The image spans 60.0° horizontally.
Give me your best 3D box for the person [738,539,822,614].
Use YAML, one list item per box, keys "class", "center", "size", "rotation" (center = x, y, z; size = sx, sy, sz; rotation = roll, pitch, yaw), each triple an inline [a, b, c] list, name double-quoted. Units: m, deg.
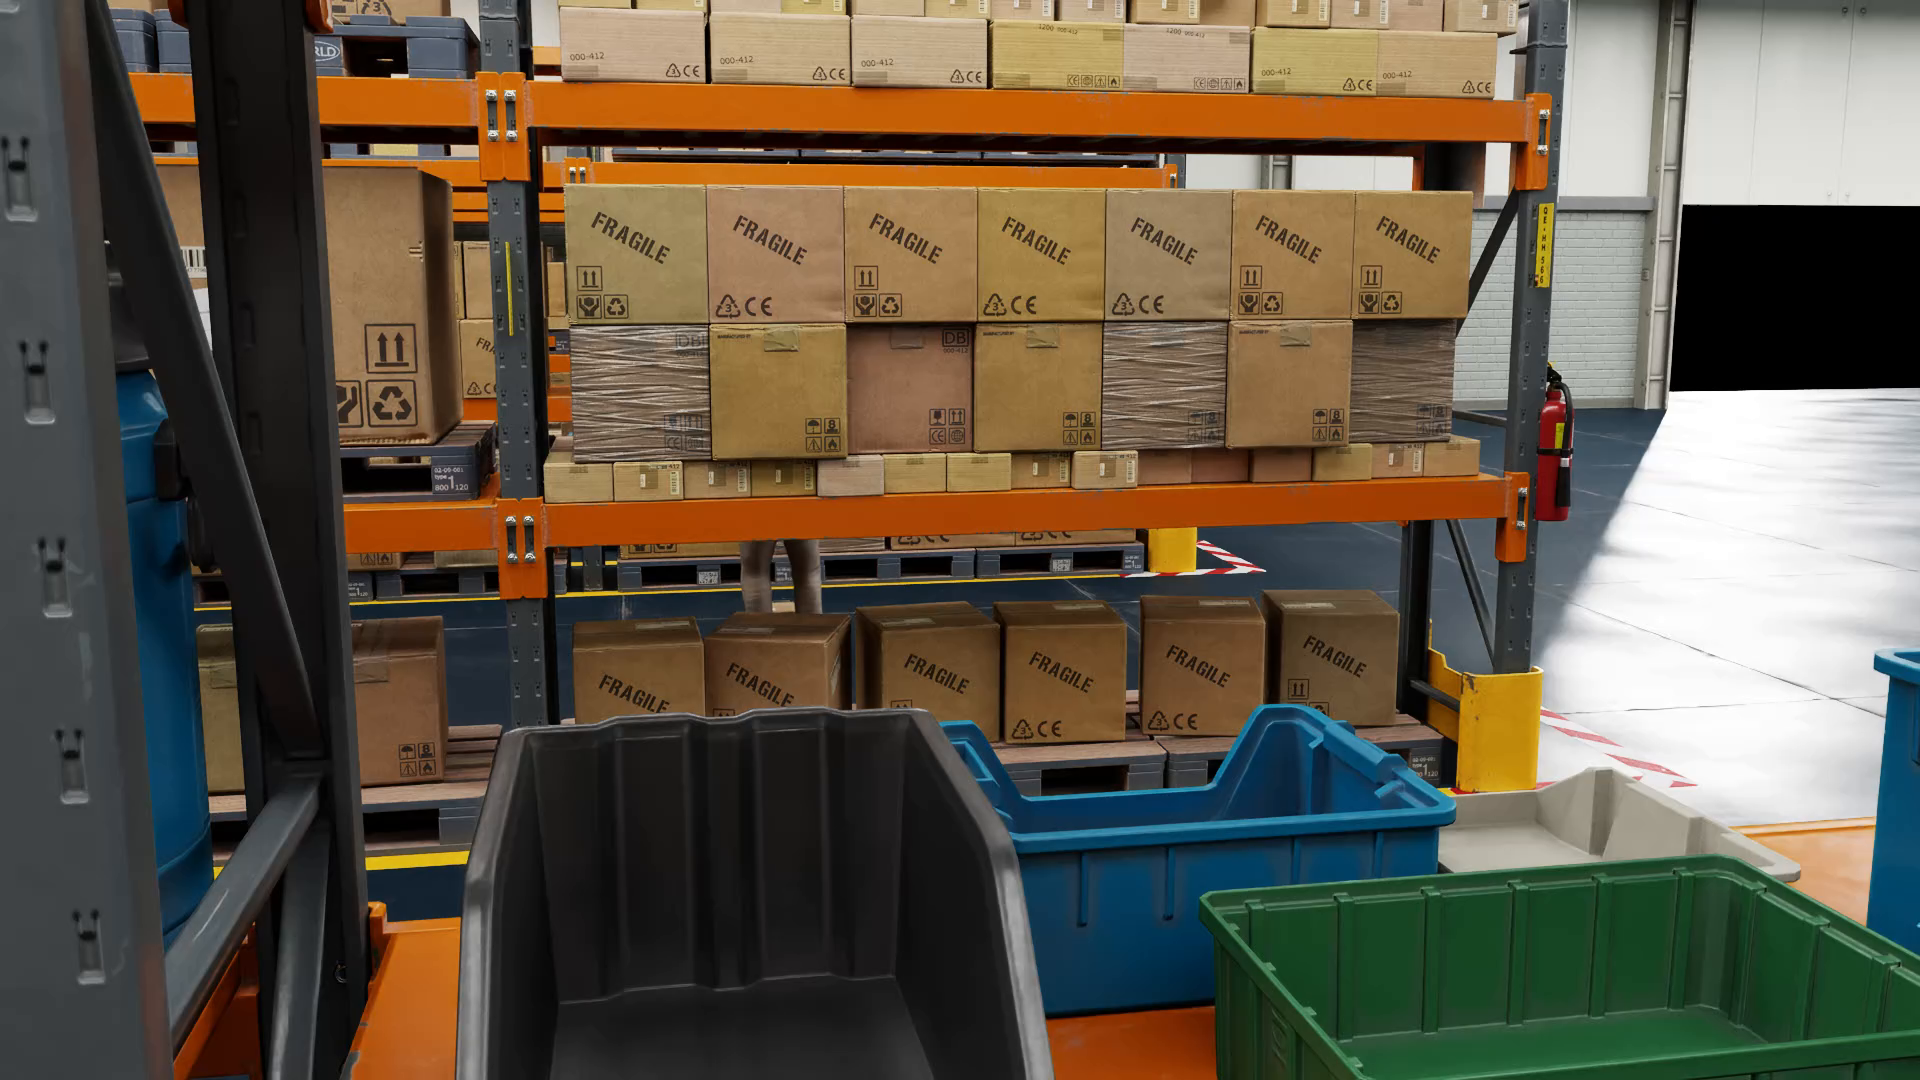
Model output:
- class: "person"
  center: [-0.994, -0.216, 9.006]
  size: [0.588, 1.655, 0.371]
  rotation: [-2, 10, -14]
